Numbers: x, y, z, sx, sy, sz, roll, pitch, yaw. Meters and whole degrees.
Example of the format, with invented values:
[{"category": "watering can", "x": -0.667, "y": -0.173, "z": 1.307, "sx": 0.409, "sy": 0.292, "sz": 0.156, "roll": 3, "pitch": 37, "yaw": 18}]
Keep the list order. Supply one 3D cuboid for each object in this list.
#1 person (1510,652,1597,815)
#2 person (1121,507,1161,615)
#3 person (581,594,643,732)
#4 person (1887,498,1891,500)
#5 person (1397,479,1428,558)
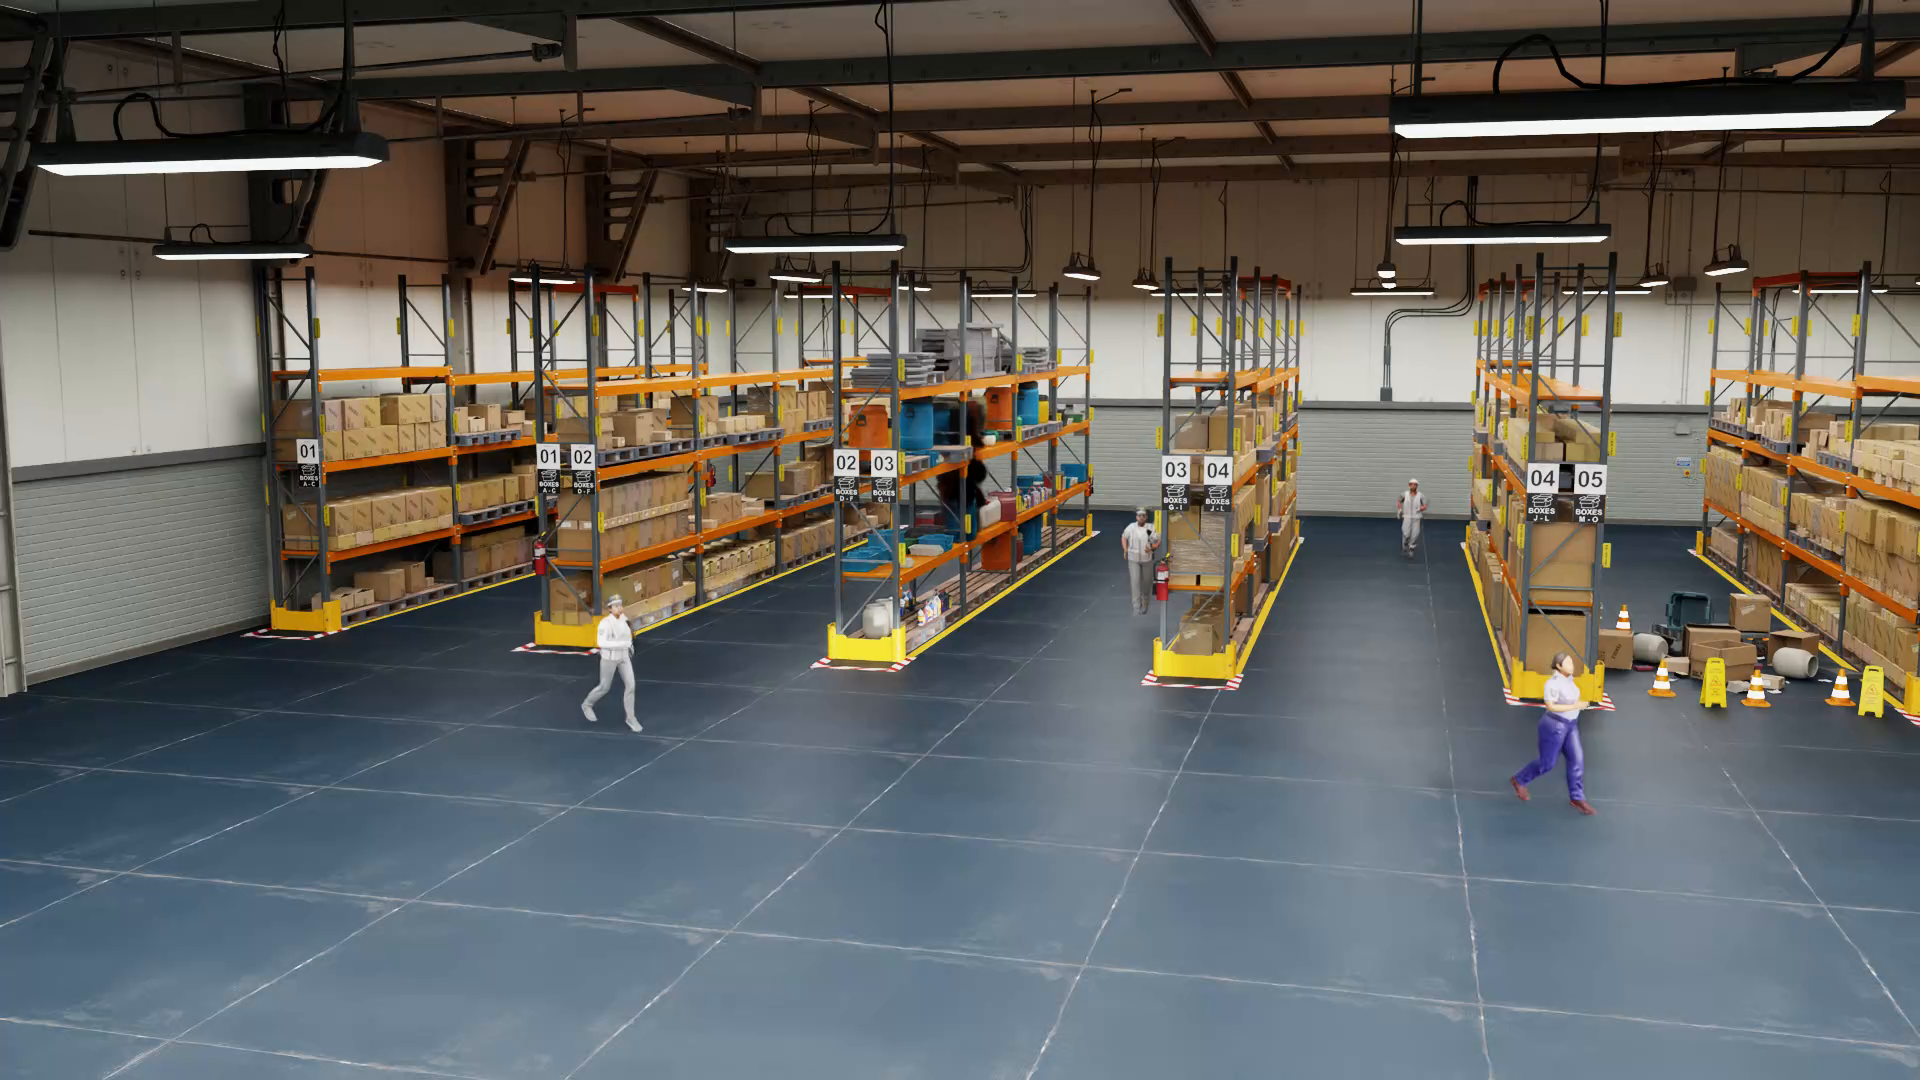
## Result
[{"category": "person", "x": 6.213, "y": 1.987, "z": 17.333, "sx": 0.632, "sy": 1.639, "sz": 0.902, "roll": -7, "pitch": 10, "yaw": -44}, {"category": "person", "x": 3.007, "y": 0.359, "z": 27.607, "sx": 0.684, "sy": 1.835, "sz": 0.765, "roll": 1, "pitch": 7, "yaw": 8}, {"category": "person", "x": -4.363, "y": 1.518, "z": 20.913, "sx": 0.919, "sy": 1.729, "sz": 0.621, "roll": 6, "pitch": 9, "yaw": 40}, {"category": "person", "x": 18.103, "y": 0.033, "z": 32.467, "sx": 0.672, "sy": 1.736, "sz": 0.599, "roll": 1, "pitch": 7, "yaw": 5}, {"category": "person", "x": 9.811, "y": -0.454, "z": 36.091, "sx": 0.637, "sy": 1.747, "sz": 0.632, "roll": 2, "pitch": 8, "yaw": 15}]
